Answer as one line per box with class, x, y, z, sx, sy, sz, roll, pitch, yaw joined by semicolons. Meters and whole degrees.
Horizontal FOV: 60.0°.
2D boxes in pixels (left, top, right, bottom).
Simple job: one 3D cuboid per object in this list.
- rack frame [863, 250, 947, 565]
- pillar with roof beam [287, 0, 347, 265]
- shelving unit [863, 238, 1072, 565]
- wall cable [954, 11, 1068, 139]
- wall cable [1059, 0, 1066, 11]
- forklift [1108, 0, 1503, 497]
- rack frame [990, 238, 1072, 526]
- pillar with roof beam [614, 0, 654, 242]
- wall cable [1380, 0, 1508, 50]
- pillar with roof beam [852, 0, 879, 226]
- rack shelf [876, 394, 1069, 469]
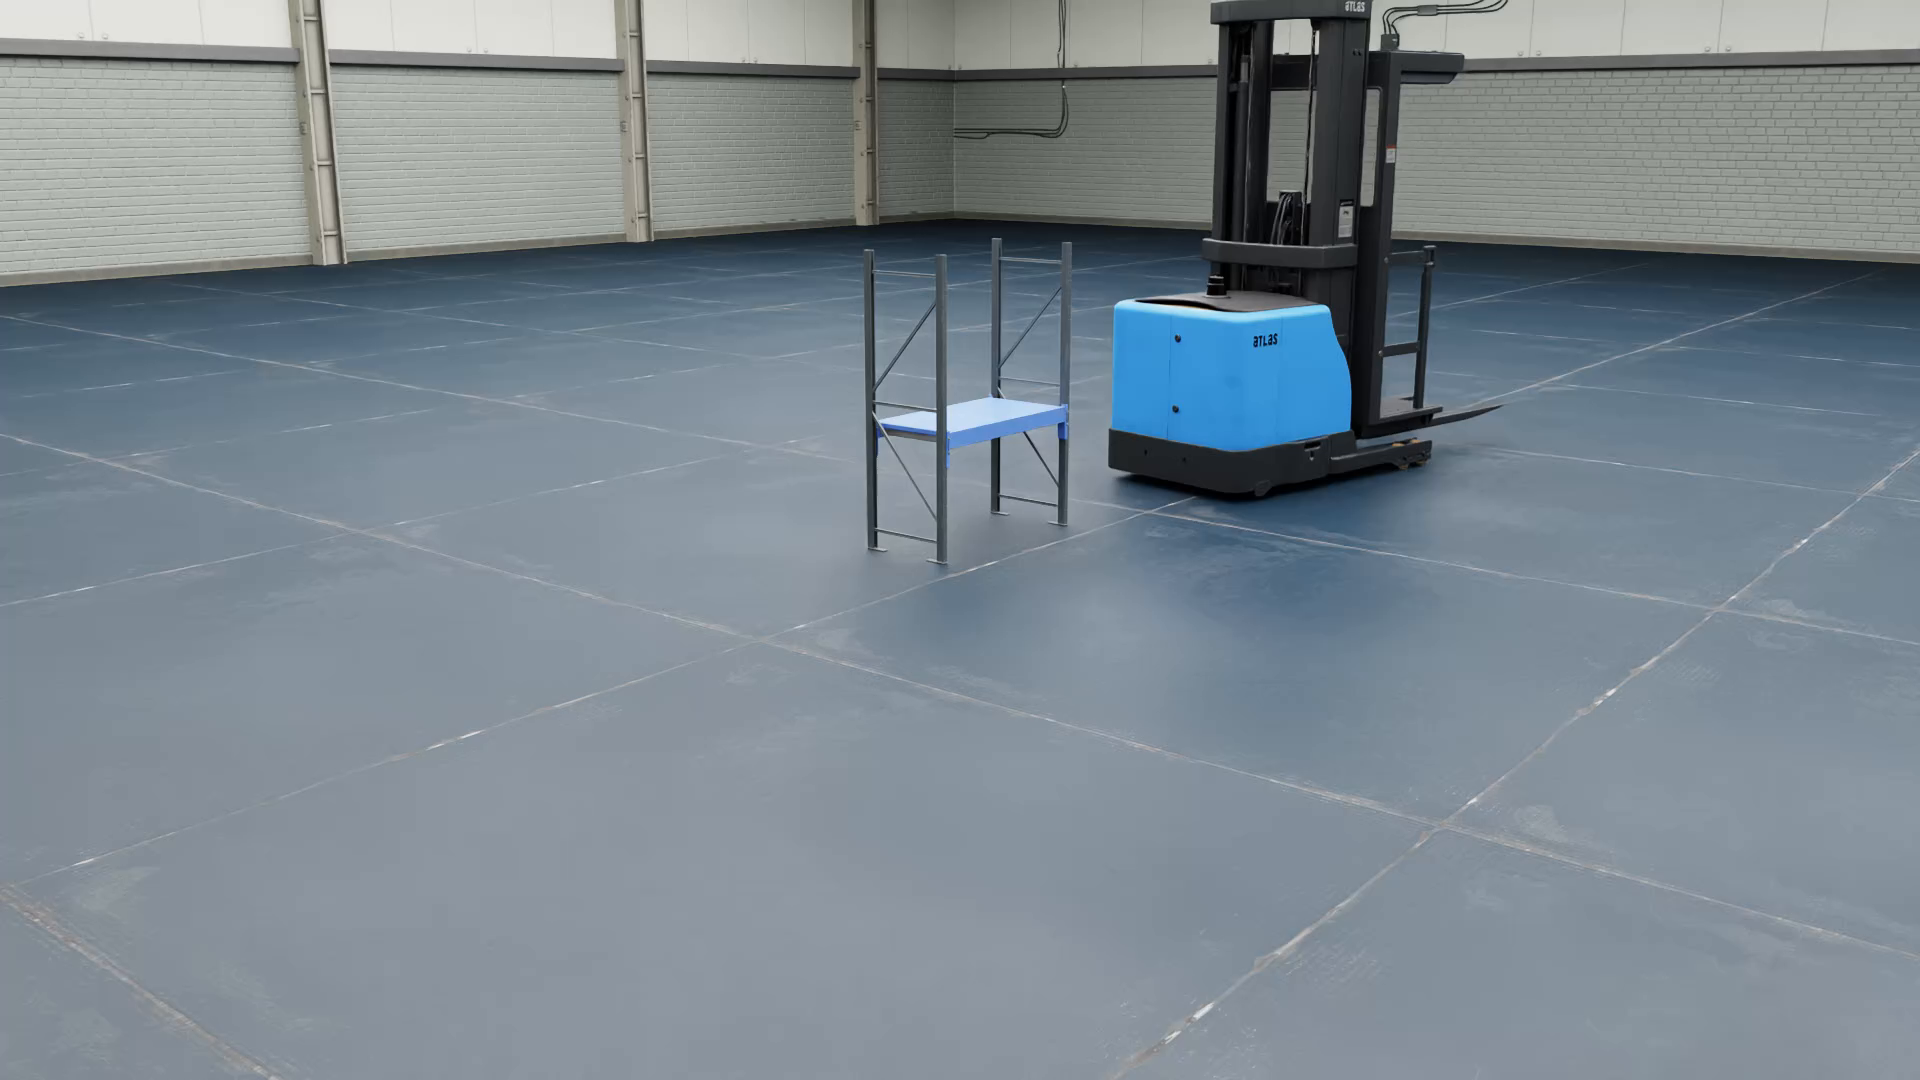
rack frame;-0.266;-0.646;8.119;0.500;1.500;0.032;11;18;38
pillar with roof beam;-6.089;-7.832;21.178;9.100;9.000;0.400;11;18;38
shelving unit;0.054;-0.743;8.503;0.538;1.500;1.048;11;18;38
wall cable;0.985;-9.651;34.644;3.097;2.526;0.112;11;18;38
wall cable;3.089;-11.680;32.374;3.097;2.526;0.112;11;18;38
forklift;2.342;-1.944;10.324;3.031;2.935;1.130;-12;19;-39
rack frame;0.373;-0.841;8.886;0.500;1.500;0.032;11;18;38
pillar with roof beam;-2.318;-8.981;25.701;9.100;9.000;0.400;11;18;38
wall cable;8.359;-11.332;28.048;2.305;6.003;0.169;11;18;38
pillar with roof beam;1.453;-10.130;30.224;9.100;9.000;0.400;11;18;38
rack shelf;0.054;-0.569;8.547;0.538;0.185;1.000;11;18;38
